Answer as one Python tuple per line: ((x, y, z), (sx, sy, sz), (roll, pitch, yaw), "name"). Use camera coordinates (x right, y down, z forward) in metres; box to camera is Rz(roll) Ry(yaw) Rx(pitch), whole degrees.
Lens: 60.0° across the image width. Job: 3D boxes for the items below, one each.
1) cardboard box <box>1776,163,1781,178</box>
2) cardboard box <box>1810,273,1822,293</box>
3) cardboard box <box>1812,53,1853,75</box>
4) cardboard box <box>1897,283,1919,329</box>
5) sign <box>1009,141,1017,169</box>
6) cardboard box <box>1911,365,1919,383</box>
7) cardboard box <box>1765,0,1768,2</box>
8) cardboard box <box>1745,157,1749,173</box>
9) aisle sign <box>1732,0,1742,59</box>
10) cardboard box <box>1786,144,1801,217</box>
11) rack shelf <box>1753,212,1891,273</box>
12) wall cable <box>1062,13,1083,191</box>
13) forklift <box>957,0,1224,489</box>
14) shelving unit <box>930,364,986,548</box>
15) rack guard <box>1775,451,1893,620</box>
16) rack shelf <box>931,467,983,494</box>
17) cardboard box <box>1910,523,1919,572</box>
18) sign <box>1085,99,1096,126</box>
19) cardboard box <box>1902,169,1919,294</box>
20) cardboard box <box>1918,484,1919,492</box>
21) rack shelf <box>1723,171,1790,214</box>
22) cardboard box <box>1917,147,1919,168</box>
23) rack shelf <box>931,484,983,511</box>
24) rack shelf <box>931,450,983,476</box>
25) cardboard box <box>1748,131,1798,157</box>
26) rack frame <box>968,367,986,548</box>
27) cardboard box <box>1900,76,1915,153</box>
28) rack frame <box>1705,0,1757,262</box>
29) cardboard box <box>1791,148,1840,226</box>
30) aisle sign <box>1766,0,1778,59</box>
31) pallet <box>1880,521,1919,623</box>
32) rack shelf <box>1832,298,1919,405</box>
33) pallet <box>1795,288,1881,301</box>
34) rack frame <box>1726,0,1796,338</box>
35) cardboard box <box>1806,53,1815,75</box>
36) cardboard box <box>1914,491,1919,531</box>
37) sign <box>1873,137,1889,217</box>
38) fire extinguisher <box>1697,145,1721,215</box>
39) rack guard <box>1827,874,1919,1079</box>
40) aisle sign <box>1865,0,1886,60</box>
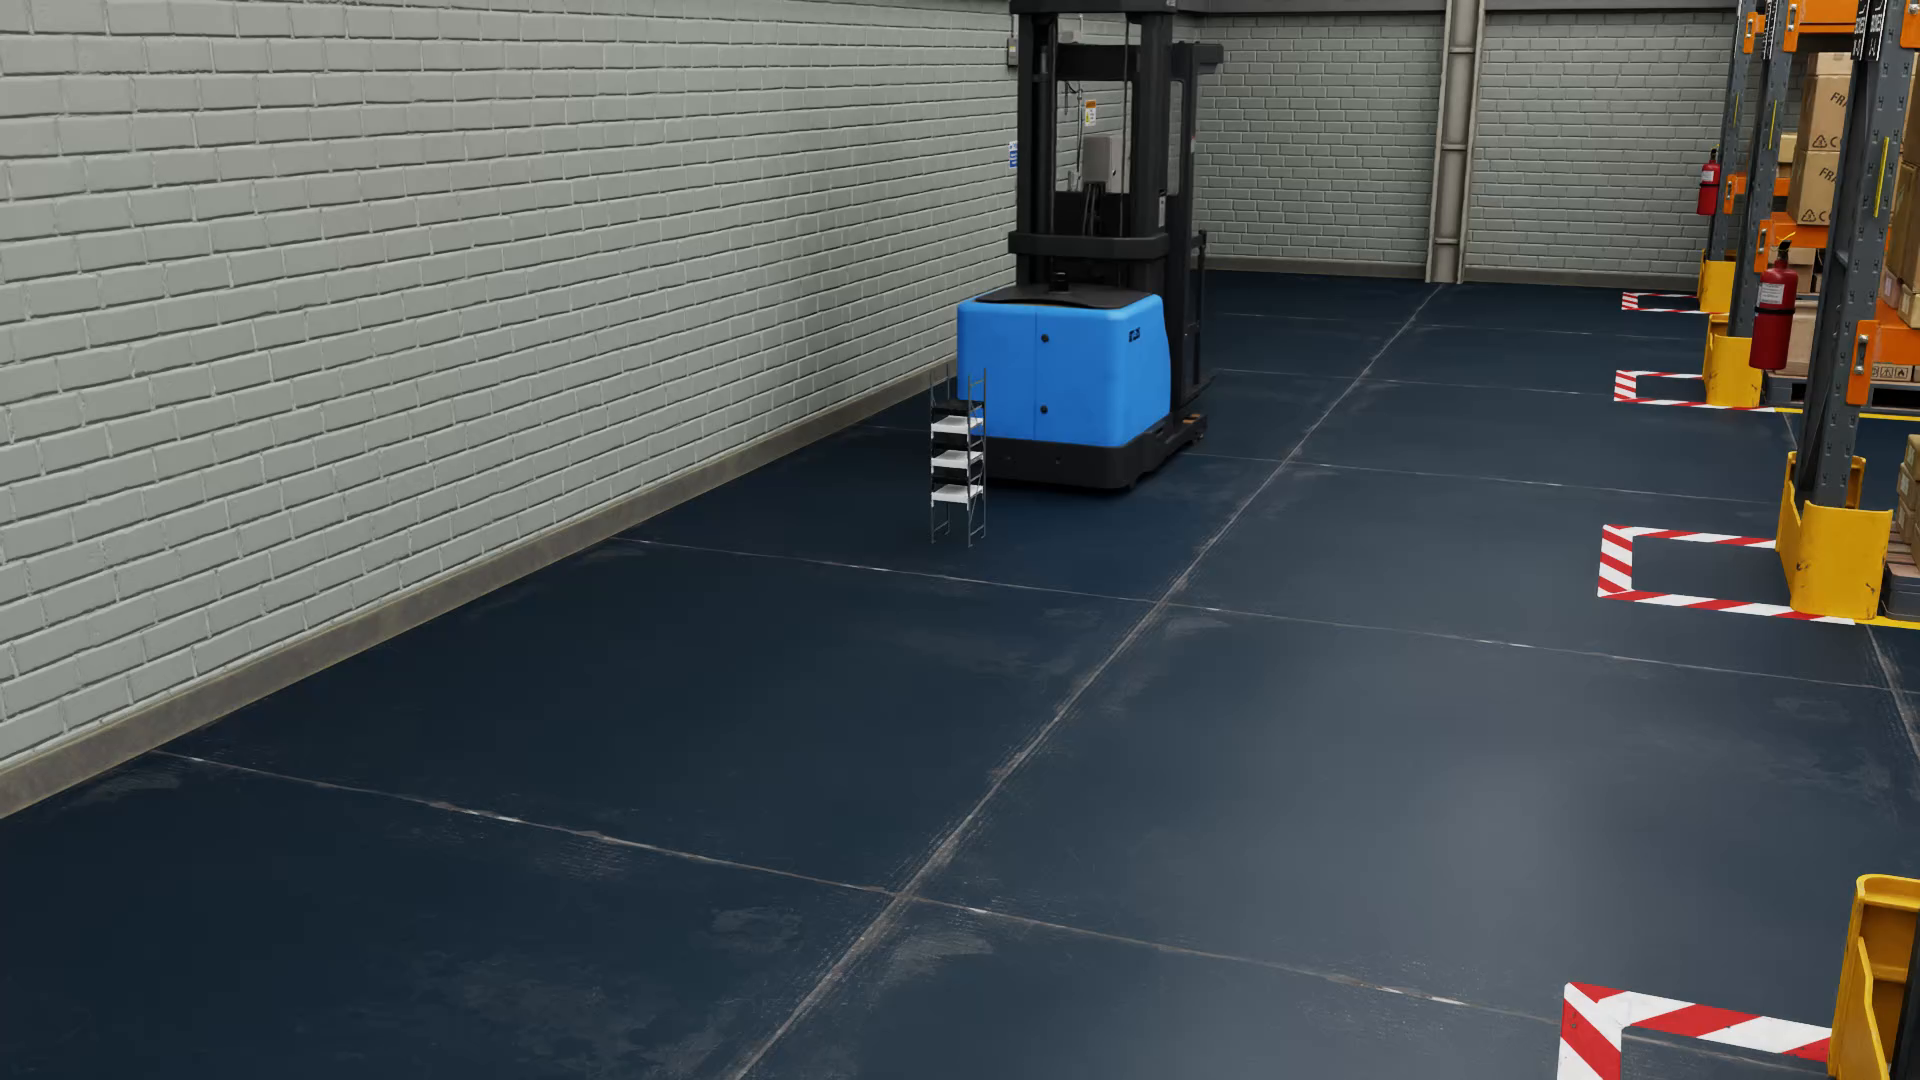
((7.823, -3.610, 16.178), (0.250, 0.149, 0.380), (6, 17, 20), "cardboard box")
((8.533, -2.527, 16.358), (0.250, 0.149, 0.380), (6, 17, 18), "cardboard box")
((6.029, -3.279, 11.452), (0.250, 0.149, 0.380), (7, 17, 22), "cardboard box")
((4.259, -1.014, 7.238), (0.250, 0.149, 0.380), (6, 17, 20), "cardboard box")
((0.471, -3.242, 13.975), (0.001, 0.218, 0.327), (6, 17, 21), "sign")
((7.305, -1.386, 11.909), (0.875, 0.438, 0.875), (7, 18, 22), "cardboard box")
((8.131, -5.372, 16.152), (0.500, 0.250, 0.500), (6, 17, 20), "cardboard box")
((8.025, -3.750, 16.662), (0.250, 0.149, 0.380), (6, 17, 20), "cardboard box")
((7.447, -5.014, 15.903), (0.004, 0.787, 0.394), (6, 17, 21), "aisle sign")
((6.346, -2.615, 12.121), (0.500, 0.500, 0.500), (6, 17, 21), "cardboard box")
((7.661, -1.997, 11.464), (4.000, 0.370, 1.077), (6, 17, 21), "rack shelf")
((1.056, -3.975, 15.164), (0.122, 1.984, 0.588), (6, 17, 21), "wall cable")
((0.992, -2.065, 10.528), (1.130, 2.935, 3.031), (6, 17, 21), "forklift")
((-0.008, -0.433, 8.551), (0.210, 0.900, 0.258), (6, 17, 21), "shelving unit")
((4.149, -0.045, 7.932), (0.348, 0.500, 1.175), (6, 17, 21), "rack guard")
((-0.008, -0.315, 8.585), (0.200, 0.077, 0.258), (6, 17, 21), "rack shelf")
((4.448, 0.051, 7.479), (0.250, 0.149, 0.380), (7, 17, 22), "cardboard box")
((1.240, -4.052, 15.768), (0.001, 0.242, 0.339), (6, 17, 21), "sign")
((4.394, -1.327, 7.150), (0.500, 0.500, 0.500), (7, 18, 23), "cardboard box")
((4.441, -0.230, 7.378), (0.250, 0.149, 0.380), (5, 17, 18), "cardboard box")
((9.478, -3.285, 15.899), (4.000, 0.370, 1.077), (6, 17, 21), "rack shelf")
((4.398, -1.810, 7.020), (0.500, 0.500, 0.500), (6, 17, 20), "cardboard box")
((-0.008, -0.228, 8.611), (0.200, 0.077, 0.258), (6, 17, 21), "rack shelf")
((-0.008, -0.401, 8.560), (0.200, 0.077, 0.258), (6, 17, 21), "rack shelf")
((8.143, -3.928, 16.558), (0.500, 0.250, 0.500), (7, 18, 22), "cardboard box")
((0.087, -0.423, 8.515), (0.006, 0.900, 0.240), (6, 17, 21), "rack frame")
((6.625, -2.902, 11.315), (0.500, 0.500, 0.500), (6, 17, 19), "cardboard box")
((7.618, -3.835, 16.504), (0.127, 3.000, 1.000), (6, 17, 21), "rack frame")
((6.141, -2.472, 11.629), (0.500, 0.500, 0.500), (6, 17, 20), "cardboard box")
((5.627, -3.728, 11.472), (0.004, 0.787, 0.394), (6, 17, 21), "aisle sign")
((4.891, 0.186, 7.655), (1.213, 0.211, 1.003), (6, 17, 21), "pallet")
((5.938, -0.703, 7.006), (4.000, 0.370, 1.077), (6, 17, 21), "rack shelf")
((8.431, -2.407, 16.586), (1.213, 0.211, 1.003), (6, 17, 21), "pallet")
((5.800, -2.547, 12.068), (0.127, 3.000, 1.000), (6, 17, 21), "rack frame")
((6.207, -3.402, 11.877), (0.250, 0.149, 0.380), (7, 17, 21), "cardboard box")
((4.471, -0.109, 7.494), (0.250, 0.149, 0.380), (7, 18, 23), "cardboard box")
((3.879, -1.528, 7.005), (0.005, 0.325, 0.100), (6, 17, 21), "sign")
((7.311, -3.514, 16.206), (0.183, 0.674, 0.296), (6, 17, 21), "fire extinguisher")
((2.142, 1.221, 3.572), (0.348, 0.500, 1.175), (6, 17, 21), "rack guard")
((3.900, -2.431, 7.006), (0.004, 0.787, 0.394), (6, 17, 21), "aisle sign")
